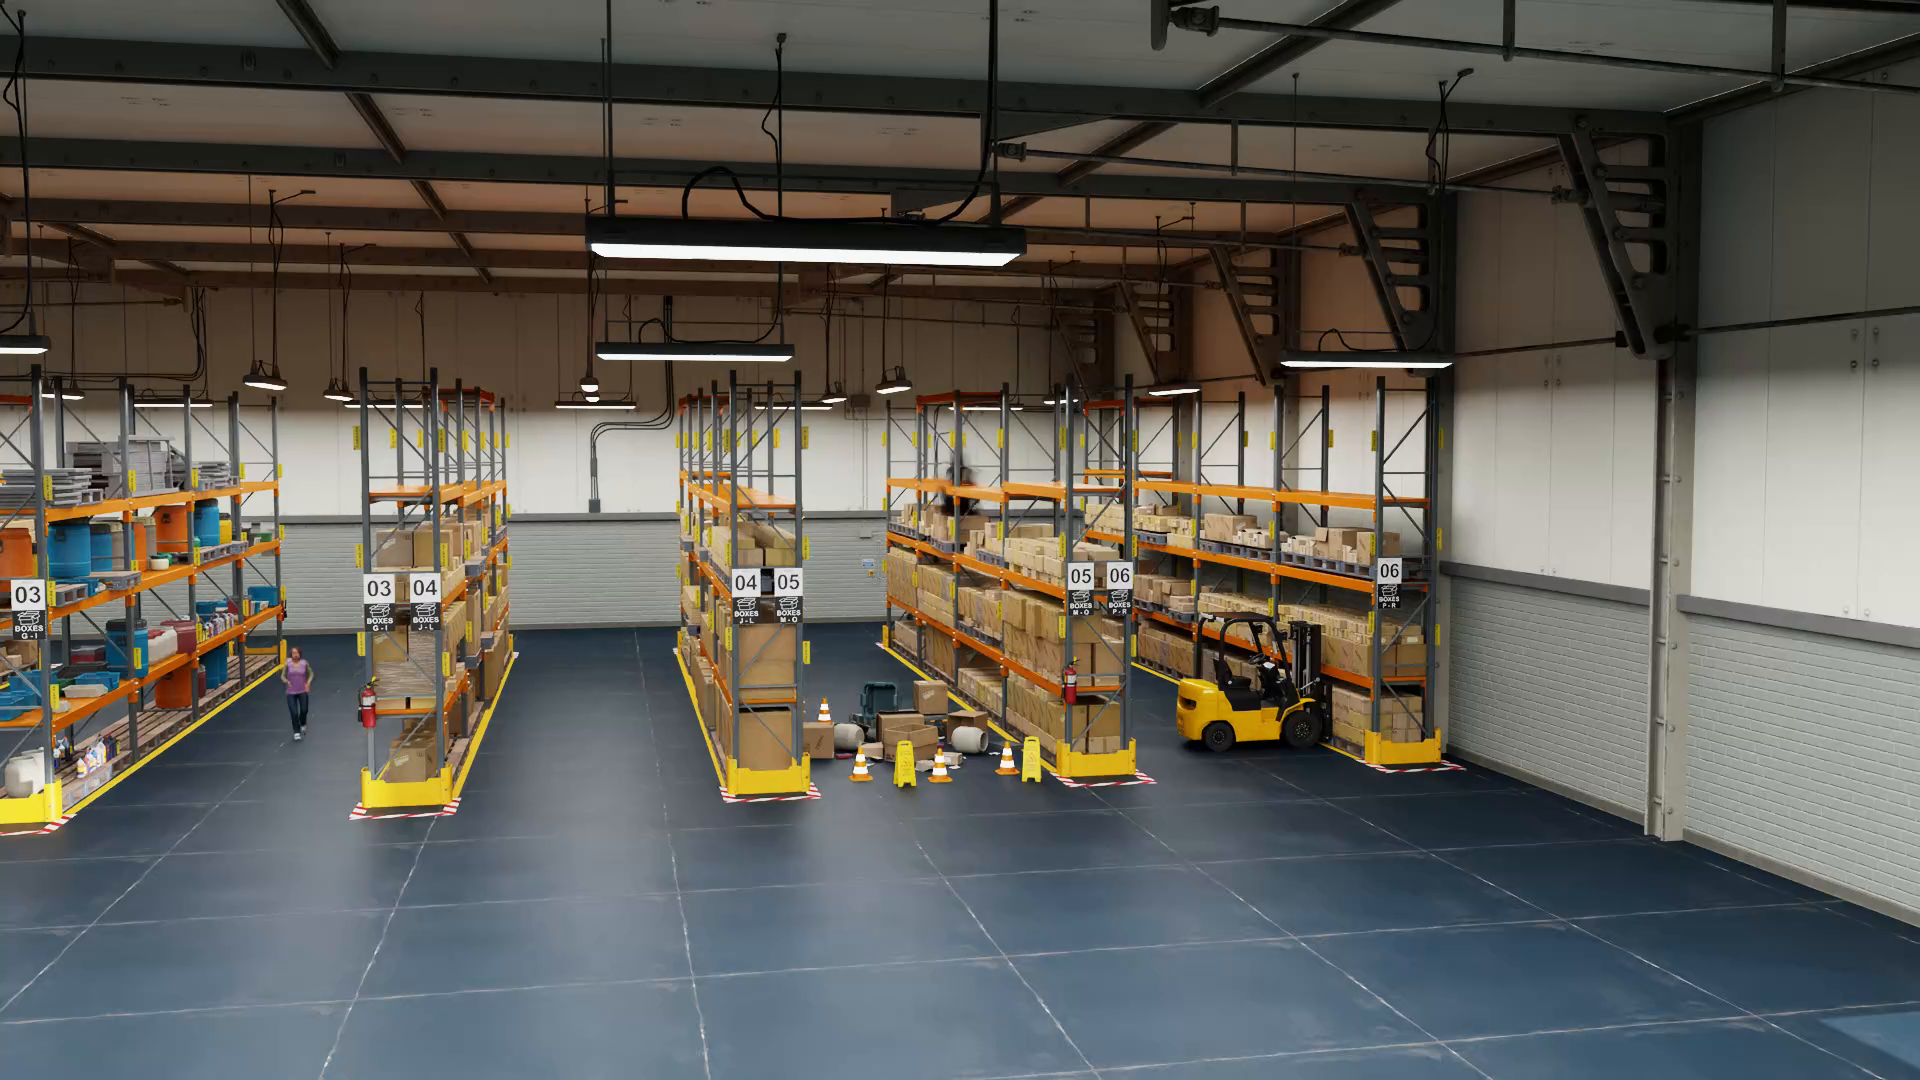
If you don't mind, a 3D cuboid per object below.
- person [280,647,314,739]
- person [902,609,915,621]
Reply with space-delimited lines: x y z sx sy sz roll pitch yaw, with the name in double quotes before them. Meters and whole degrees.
"person" -11.059 2.563 27.760 0.525 1.556 0.532 -1 4 -24
"person" -1.192 1.737 41.885 0.576 1.573 0.651 1 4 20
